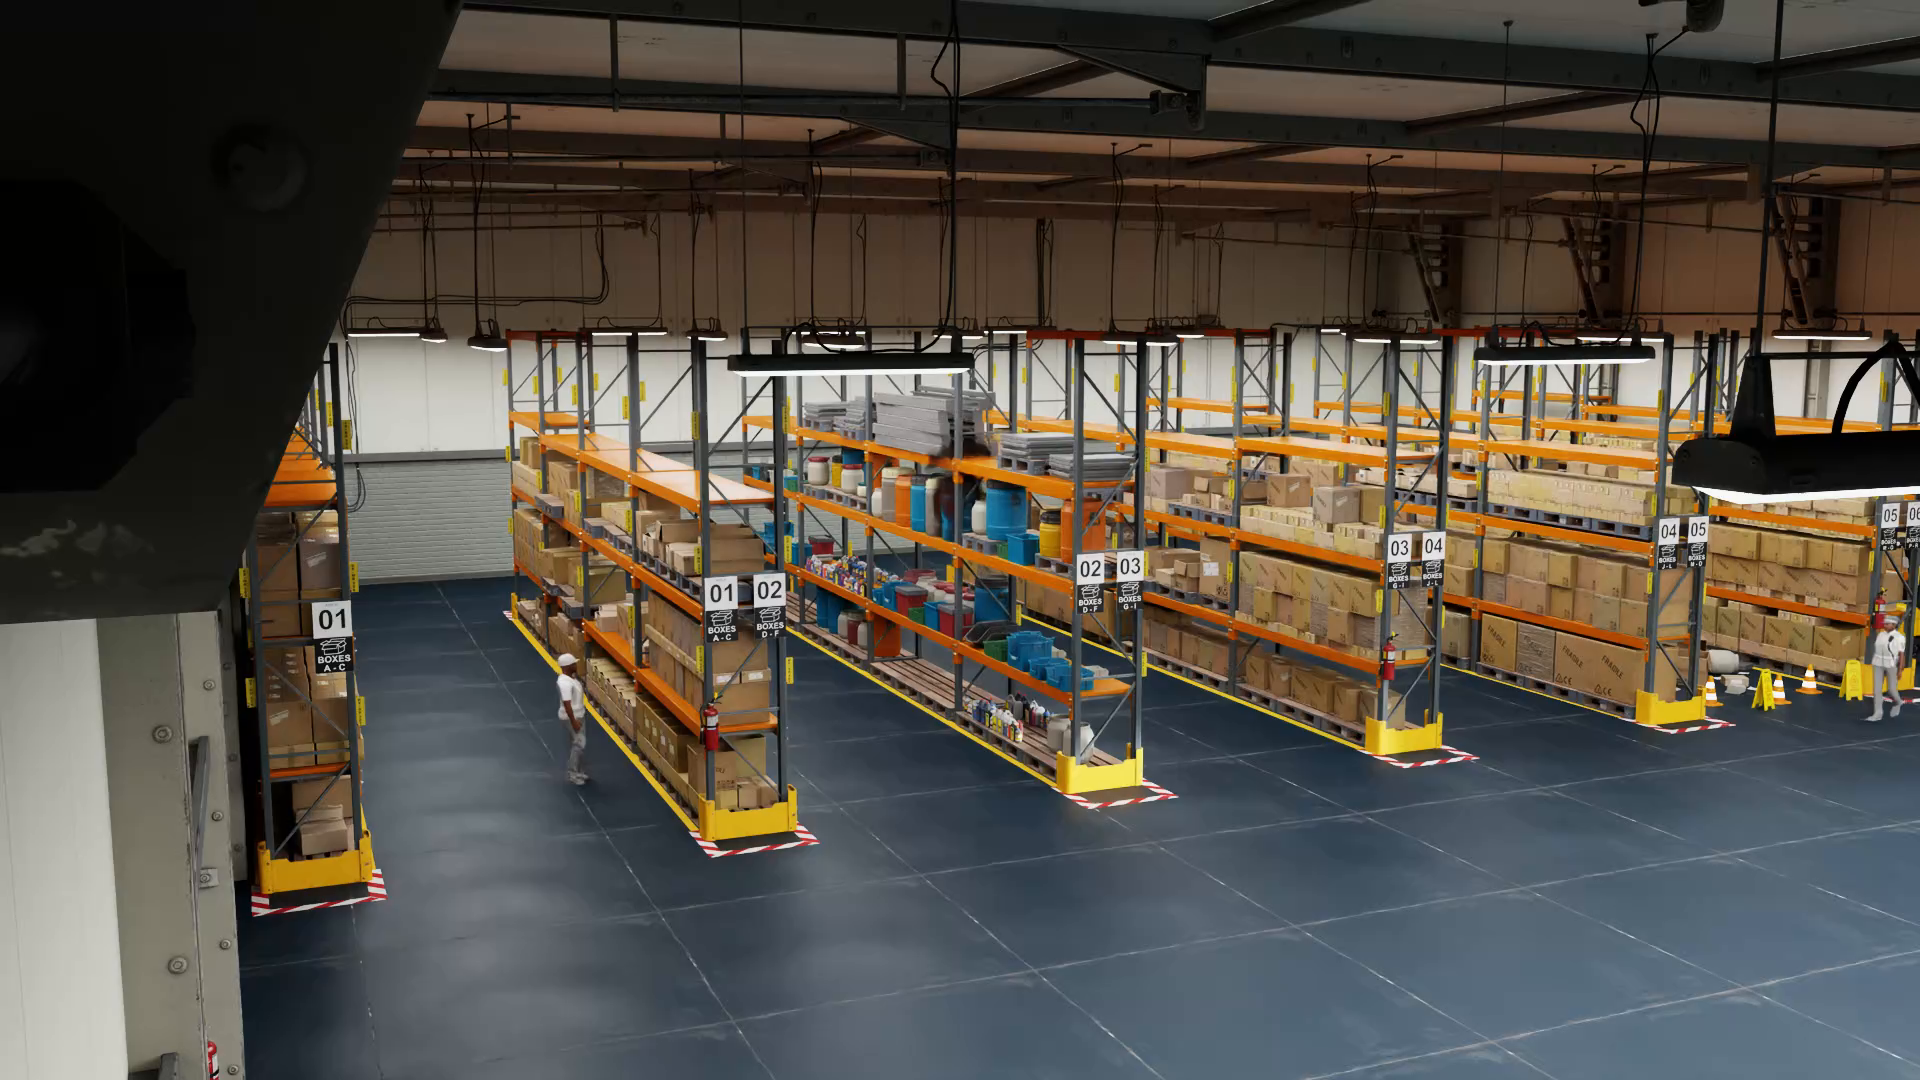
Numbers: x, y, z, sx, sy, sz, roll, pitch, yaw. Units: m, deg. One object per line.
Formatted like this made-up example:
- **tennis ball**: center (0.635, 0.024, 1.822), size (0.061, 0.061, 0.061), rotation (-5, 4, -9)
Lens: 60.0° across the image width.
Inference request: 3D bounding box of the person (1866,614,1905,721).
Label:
- **person**: center (14.432, 1.979, 25.868), size (0.569, 1.677, 0.449), rotation (-8, 11, -44)

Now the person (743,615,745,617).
- **person**: center (-4.098, 1.449, 30.240), size (0.433, 1.552, 0.823), rotation (-4, 9, -25)

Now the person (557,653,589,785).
- **person**: center (-5.237, 2.438, 22.598), size (0.496, 1.824, 0.593), rotation (1, 8, 9)
